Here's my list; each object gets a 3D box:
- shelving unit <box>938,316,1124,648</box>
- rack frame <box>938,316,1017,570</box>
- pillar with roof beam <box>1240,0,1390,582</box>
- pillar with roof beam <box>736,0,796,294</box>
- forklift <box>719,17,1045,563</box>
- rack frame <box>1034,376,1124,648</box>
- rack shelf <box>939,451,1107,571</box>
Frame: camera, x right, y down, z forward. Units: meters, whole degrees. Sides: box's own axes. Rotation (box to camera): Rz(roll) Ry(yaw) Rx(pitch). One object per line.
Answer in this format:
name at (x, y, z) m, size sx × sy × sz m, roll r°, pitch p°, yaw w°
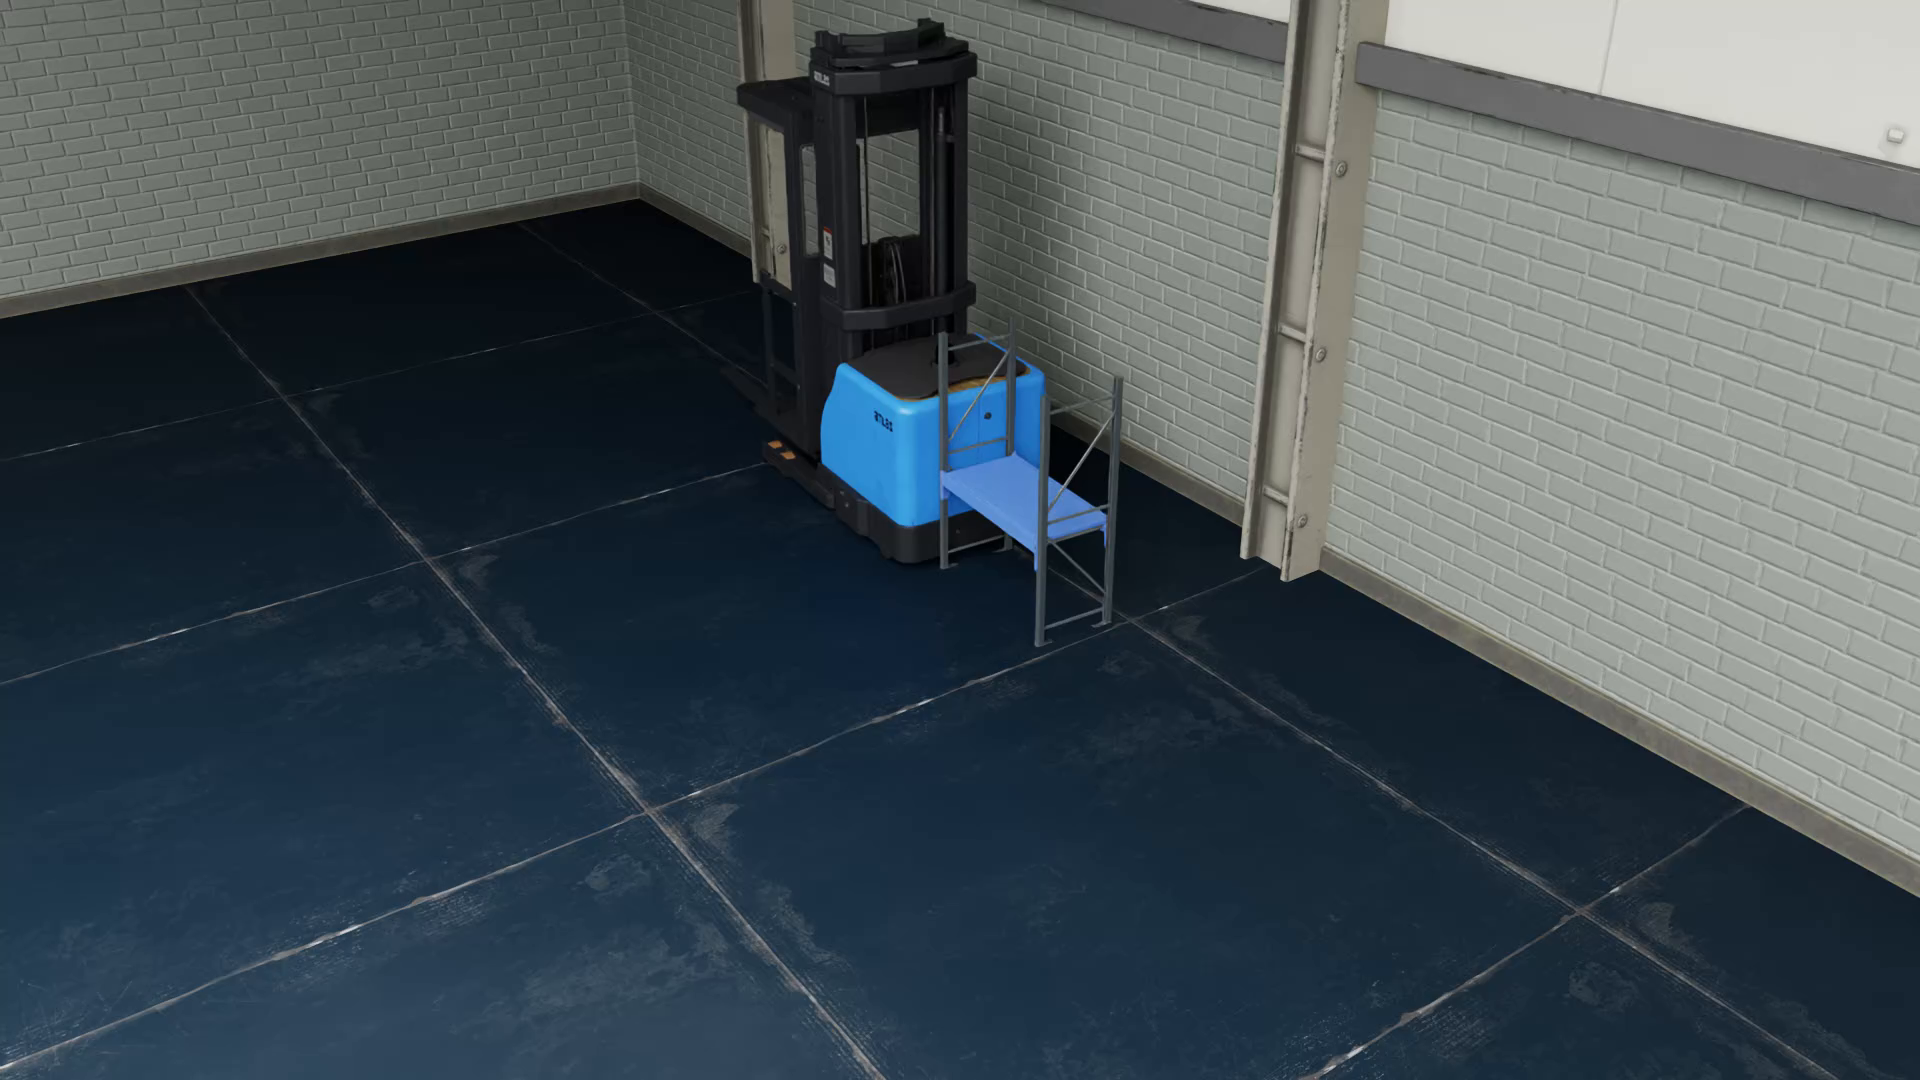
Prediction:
shelving unit at (0.366, -0.340, 9.304) m, size 0.538 × 1.500 × 1.048 m, roll -16°, pitch 33°, yaw -27°
rack frame at (0.101, -0.547, 9.685) m, size 0.500 × 1.500 × 0.032 m, roll -16°, pitch 33°, yaw -27°
pillar with roof beam at (-1.577, -2.632, 5.668) m, size 9.100 × 9.000 × 0.400 m, roll -19°, pitch 34°, yaw -31°
pillar with roof beam at (-5.057, -4.965, 9.963) m, size 9.100 × 9.000 × 0.400 m, roll -19°, pitch 34°, yaw -31°
forklift at (-0.675, -1.814, 10.518) m, size 1.130 × 2.935 × 3.031 m, roll -16°, pitch 33°, yaw -27°
rack frame at (0.632, -0.133, 8.923) m, size 0.500 × 1.500 × 0.032 m, roll -16°, pitch 33°, yaw -27°
rack shelf at (0.366, -0.182, 9.390) m, size 0.538 × 0.185 × 1.000 m, roll -16°, pitch 33°, yaw -27°
